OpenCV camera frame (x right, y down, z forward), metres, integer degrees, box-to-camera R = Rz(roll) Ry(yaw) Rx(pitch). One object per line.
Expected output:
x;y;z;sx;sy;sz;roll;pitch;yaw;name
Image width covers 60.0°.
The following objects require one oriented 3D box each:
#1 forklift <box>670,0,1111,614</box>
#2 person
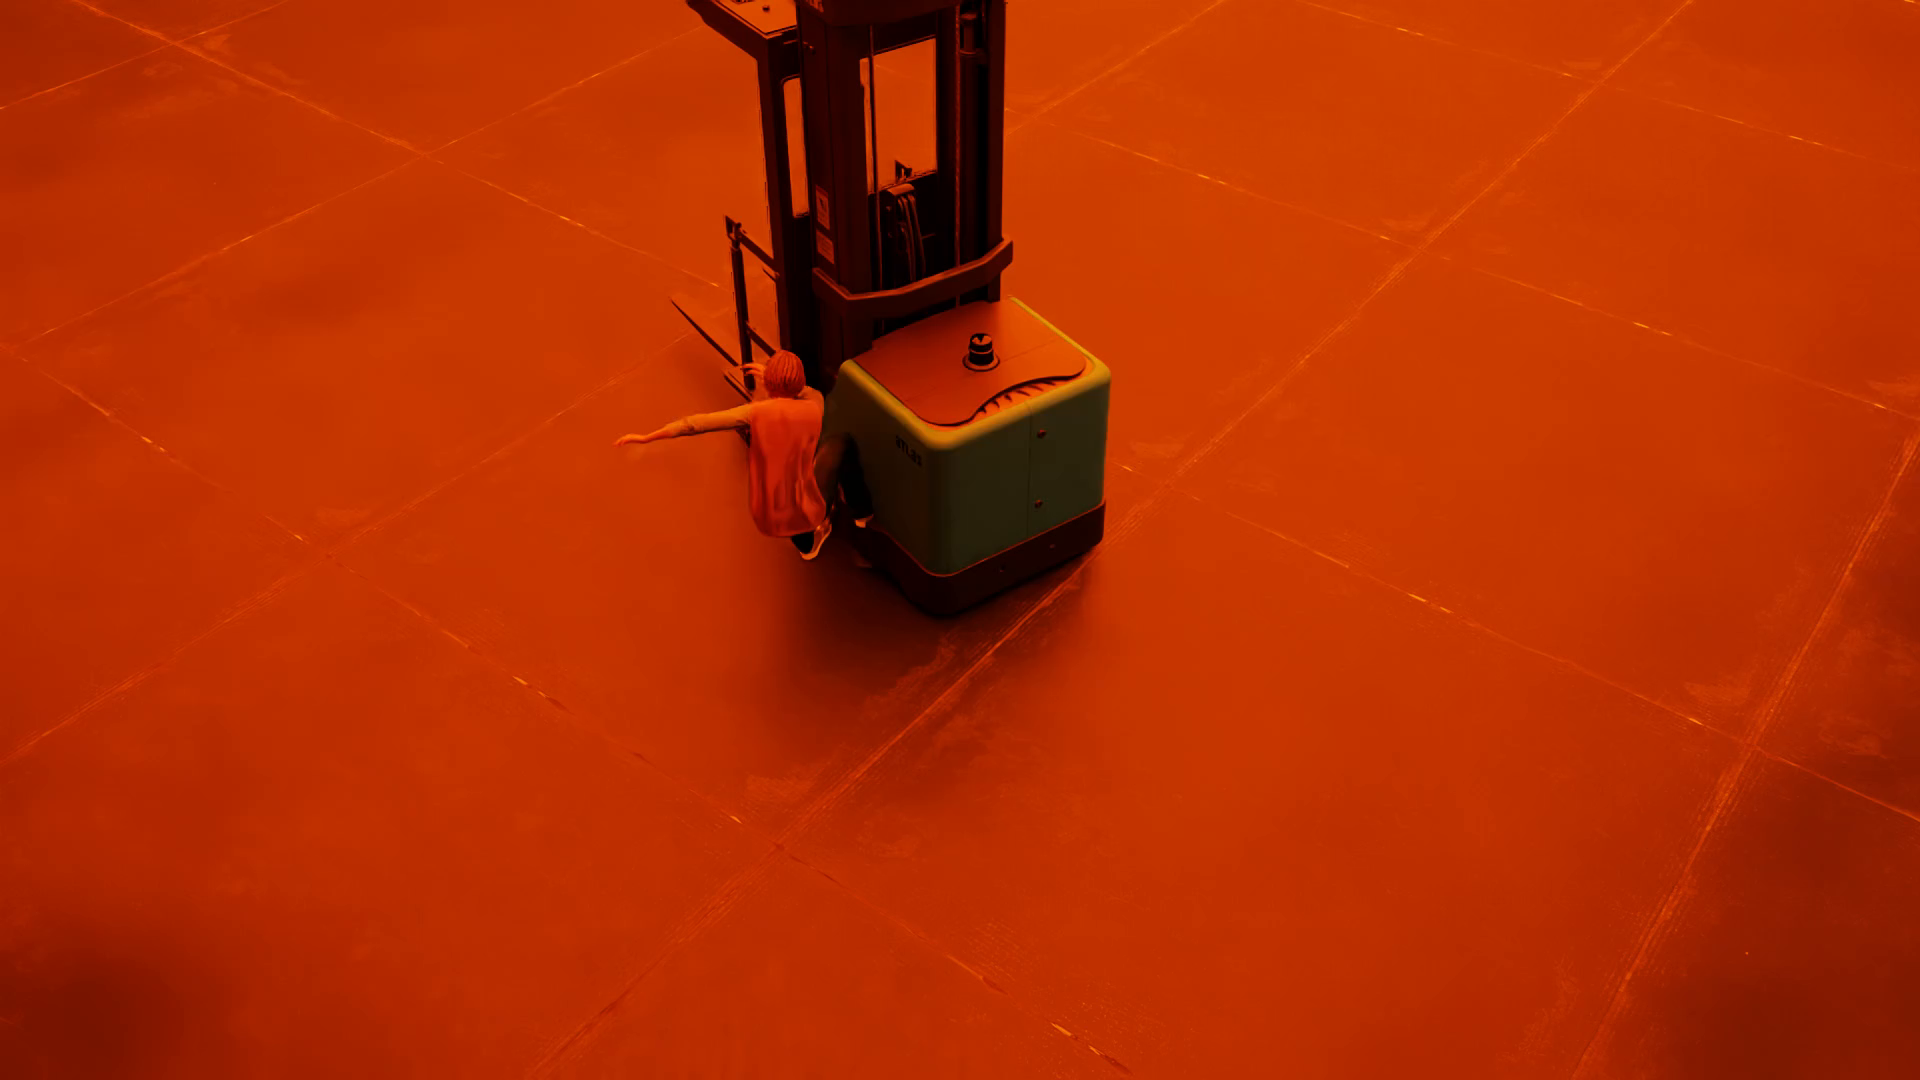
-0.543;-1.683;8.049;1.130;2.935;3.031;-24;46;-26;forklift
-0.920;-0.300;7.655;1.223;1.227;0.638;-5;41;-6;person
